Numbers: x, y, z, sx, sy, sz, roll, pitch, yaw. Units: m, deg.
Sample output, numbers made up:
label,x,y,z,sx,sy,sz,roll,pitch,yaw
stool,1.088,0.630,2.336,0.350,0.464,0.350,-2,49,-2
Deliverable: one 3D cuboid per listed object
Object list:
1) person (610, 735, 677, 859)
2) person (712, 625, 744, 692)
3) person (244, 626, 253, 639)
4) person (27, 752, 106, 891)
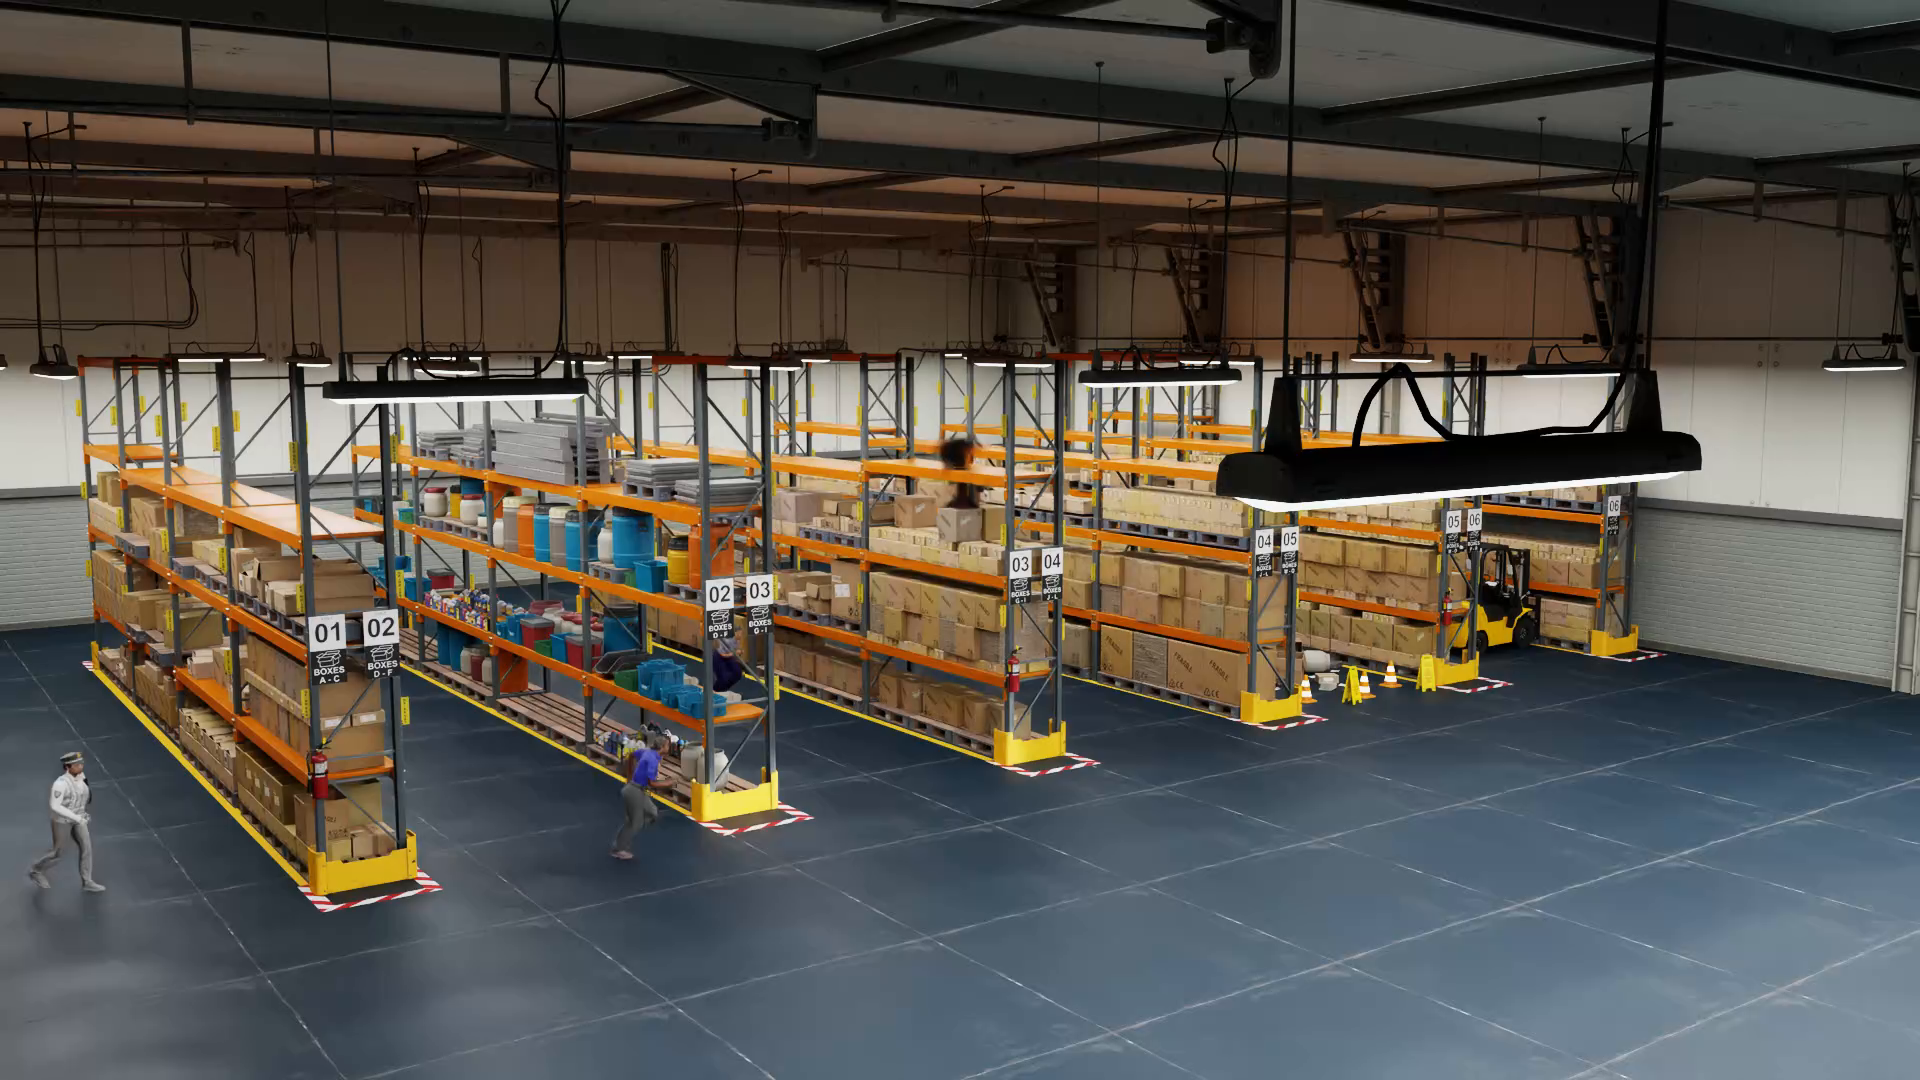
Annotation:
label,x,y,z,sx,sy,sz,roll,pitch,yaw
person,-3.900,3.138,20.420,0.827,1.471,0.595,-2,7,-16
person,-4.069,2.140,29.091,0.940,1.388,0.606,5,8,33
person,-12.985,1.757,30.867,0.673,1.708,0.661,5,9,37
person,-10.236,3.211,18.987,0.886,1.648,0.585,1,7,9
